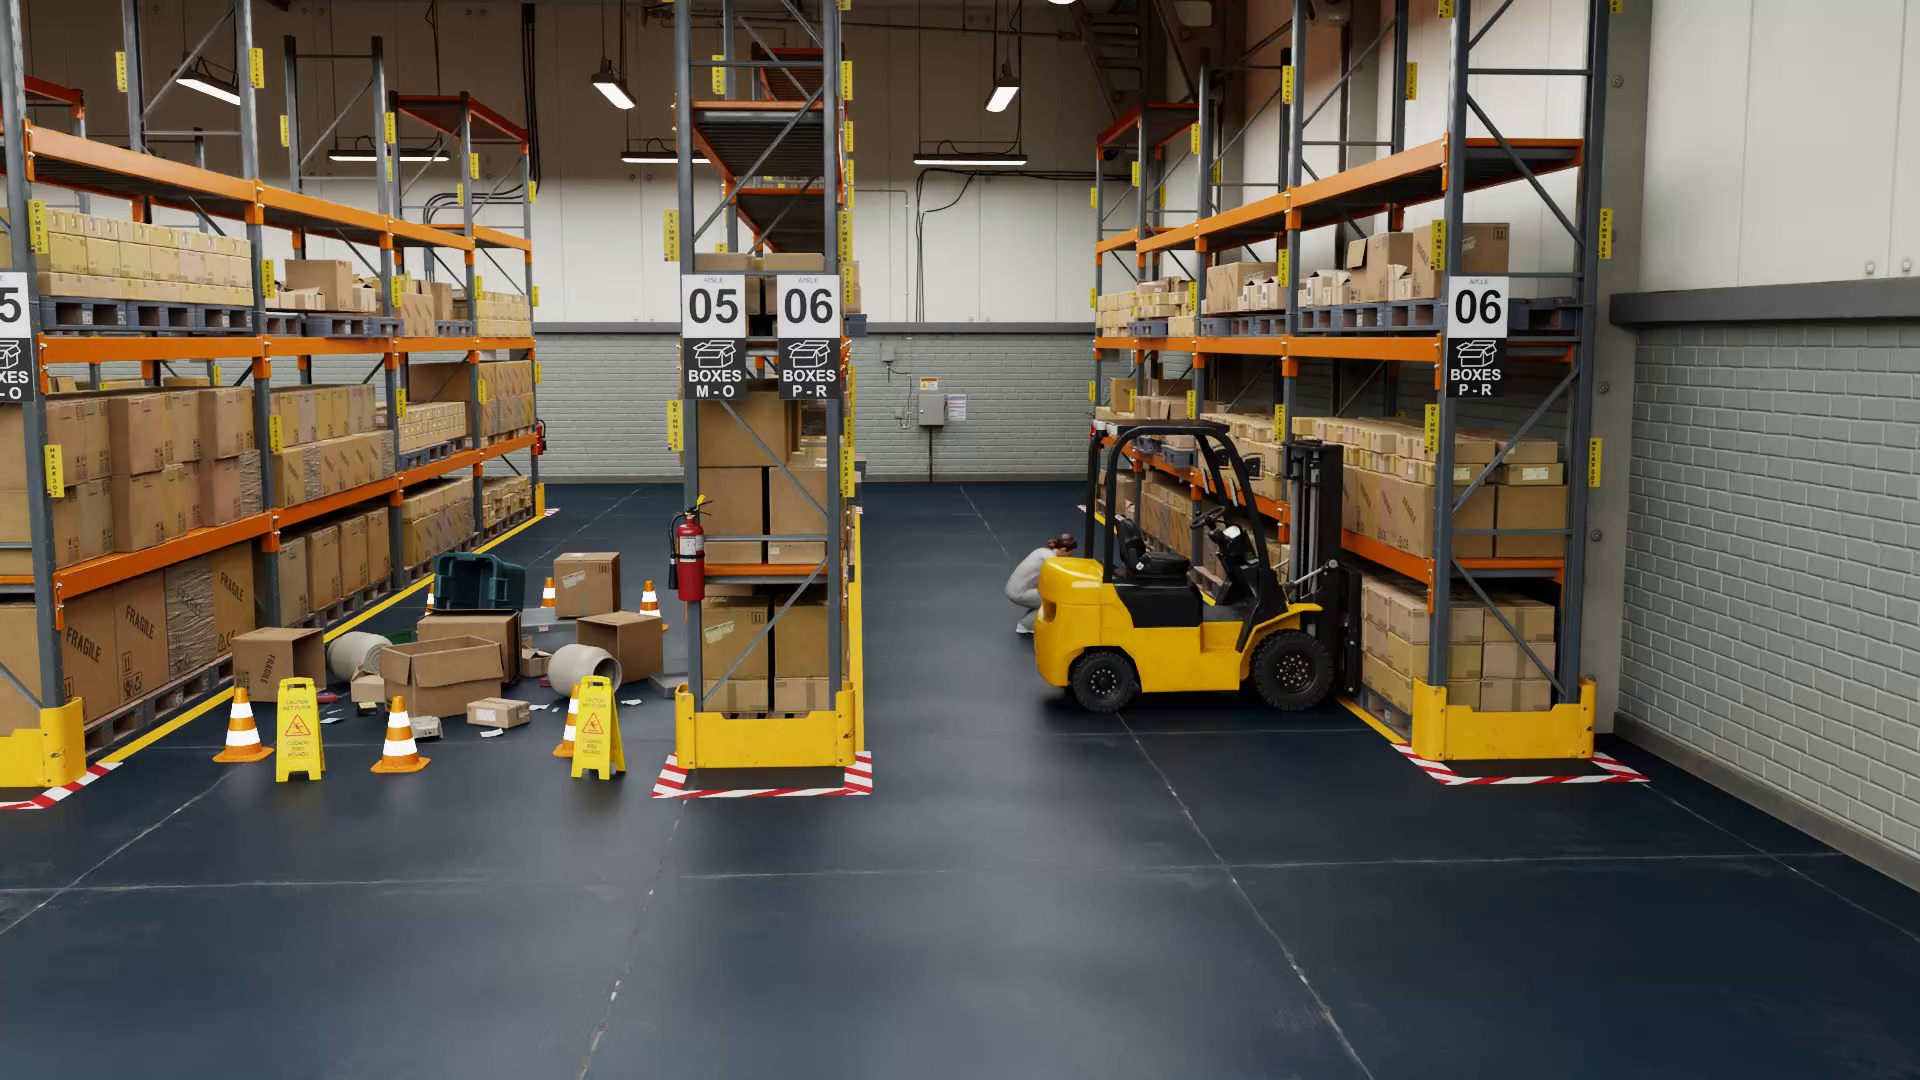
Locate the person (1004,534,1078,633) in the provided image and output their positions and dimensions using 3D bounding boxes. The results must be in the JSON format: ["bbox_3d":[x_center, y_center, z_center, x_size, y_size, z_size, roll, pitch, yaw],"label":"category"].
[{"bbox_3d":[0.824,0.412,15.956,0.794,0.939,0.471,-1,7,-4],"label":"person"}]
